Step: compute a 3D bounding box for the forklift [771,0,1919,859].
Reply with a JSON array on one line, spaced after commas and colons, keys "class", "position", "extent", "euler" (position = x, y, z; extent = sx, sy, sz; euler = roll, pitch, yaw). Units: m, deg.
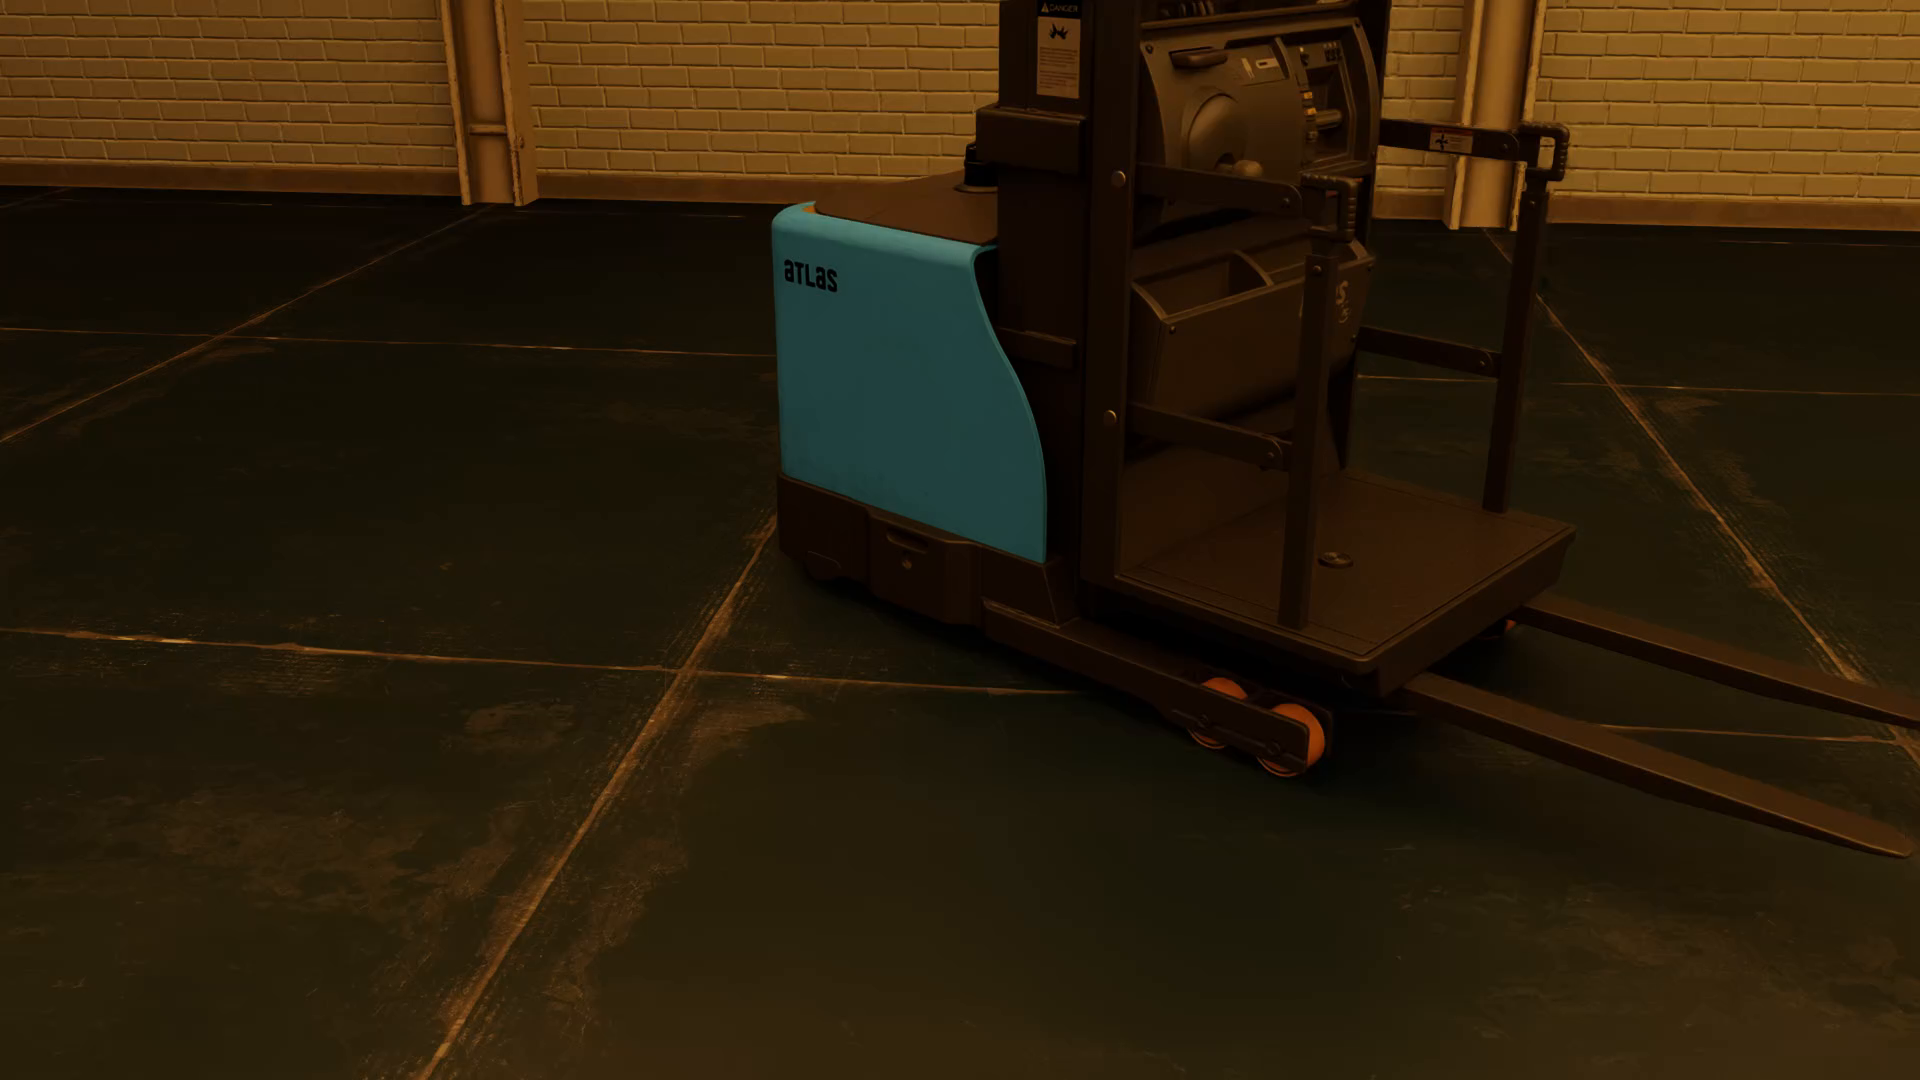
[{"class": "forklift", "position": [0.887, -1.035, 3.824], "extent": [3.031, 2.935, 1.130], "euler": [19, 29, 39]}]
